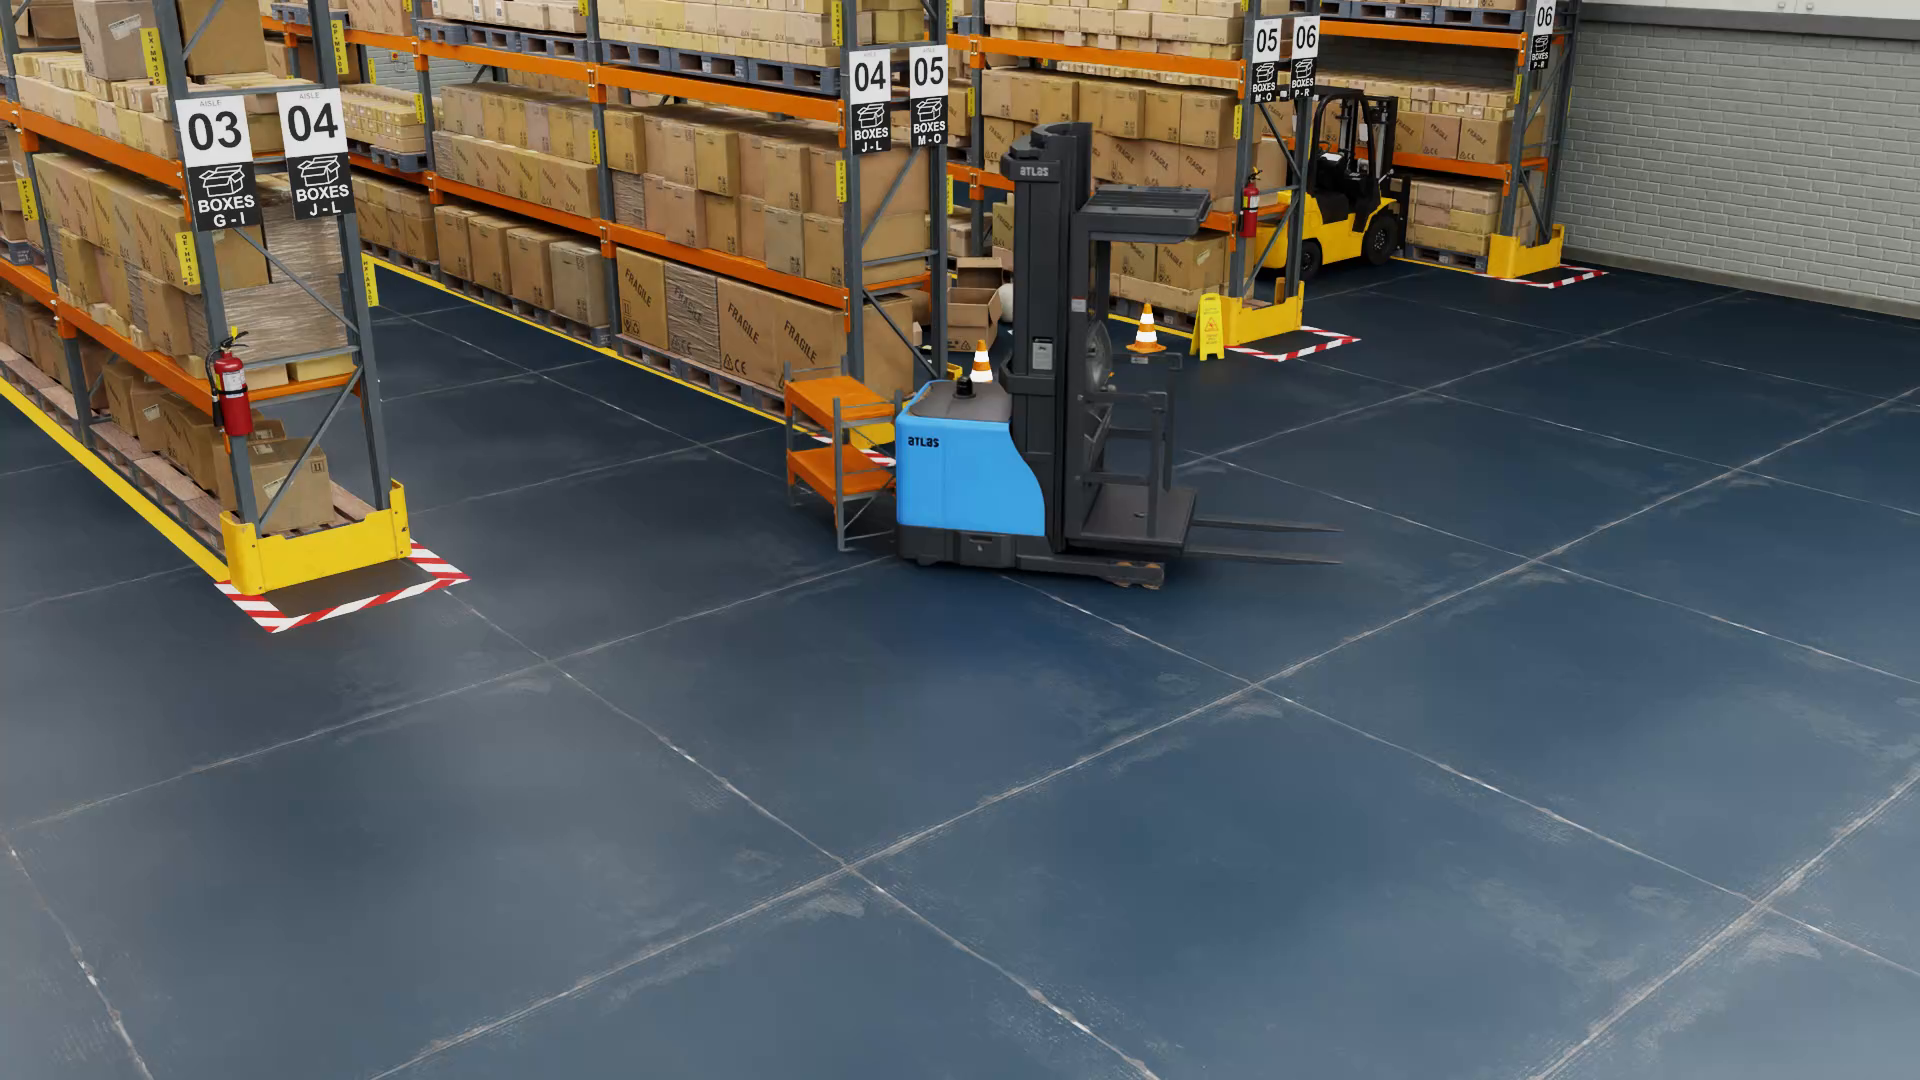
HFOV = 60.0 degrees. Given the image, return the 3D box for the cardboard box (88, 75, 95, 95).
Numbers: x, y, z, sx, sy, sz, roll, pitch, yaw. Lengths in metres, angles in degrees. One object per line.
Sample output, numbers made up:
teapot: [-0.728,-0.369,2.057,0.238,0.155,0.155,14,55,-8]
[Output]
cardboard box: [-5.753,-3.145,11.447,0.380,0.149,0.250,-19,28,-40]

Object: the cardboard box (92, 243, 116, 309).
cardboard box: [-6.009,-2.073,12.618,0.875,0.500,0.500,-17,27,-37]

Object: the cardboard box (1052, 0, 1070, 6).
cardboard box: [1.216,-5.857,17.964,0.380,0.149,0.250,-19,28,-39]

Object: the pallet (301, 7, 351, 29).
pallet: [-7.355,-6.478,20.555,1.213,0.211,1.003,-17,27,-37]

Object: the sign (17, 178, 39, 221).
sign: [-7.377,-2.693,13.160,0.100,0.325,0.005,-17,27,-37]

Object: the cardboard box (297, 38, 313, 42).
cardboard box: [-8.817,-6.623,22.866,0.500,0.500,0.500,-18,28,-39]

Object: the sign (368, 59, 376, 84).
sign: [-7.939,-6.323,22.427,0.100,0.325,0.005,-17,27,-37]

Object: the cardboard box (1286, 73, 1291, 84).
cardboard box: [4.543,-6.111,22.039,0.380,0.149,0.250,-17,27,-37]

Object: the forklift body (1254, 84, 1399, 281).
forklift body: [4.298,-4.419,20.316,2.313,2.155,1.214,-17,27,-37]

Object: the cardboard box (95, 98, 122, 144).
cardboard box: [-5.511,-2.863,11.273,0.500,0.250,0.500,-17,27,-36]

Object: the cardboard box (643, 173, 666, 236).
cardboard box: [-2.509,-3.264,16.000,0.875,0.550,0.550,-17,27,-37]

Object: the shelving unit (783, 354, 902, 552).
shelving unit: [-0.854,-0.653,12.109,0.538,1.125,1.048,-10,23,-23]

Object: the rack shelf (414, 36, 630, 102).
rack shelf: [-4.441,-5.055,17.650,1.077,0.370,4.000,-17,27,-37]

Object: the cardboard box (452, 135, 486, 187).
cardboard box: [-5.323,-4.264,18.620,0.500,0.500,0.500,-18,28,-38]

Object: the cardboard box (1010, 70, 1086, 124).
cardboard box: [0.989,-4.978,18.664,0.700,0.500,0.500,-17,27,-37]

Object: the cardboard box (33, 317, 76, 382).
cardboard box: [-8.006,-1.794,15.275,0.500,0.500,0.700,20,29,41]

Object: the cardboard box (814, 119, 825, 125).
cardboard box: [-1.688,-5.524,21.742,0.380,0.149,0.250,-20,29,-41]

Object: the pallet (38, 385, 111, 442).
pallet: [-7.468,-1.204,14.768,1.003,0.211,1.213,-17,27,-37]

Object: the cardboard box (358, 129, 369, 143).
cardboard box: [-7.082,-4.935,20.238,0.380,0.149,0.250,-19,28,-40]

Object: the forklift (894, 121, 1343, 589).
forklift: [1.120,-1.247,11.149,3.031,2.935,1.130,5,22,12]

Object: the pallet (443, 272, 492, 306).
pallet: [-5.288,-3.011,19.383,1.003,0.211,1.213,-17,27,-37]

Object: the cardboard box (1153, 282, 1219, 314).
cardboard box: [2.413,-2.623,17.761,0.500,0.250,0.500,-18,27,-38]

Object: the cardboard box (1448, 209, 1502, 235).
cardboard box: [6.363,-3.932,20.420,0.500,0.250,0.500,-18,28,-38]

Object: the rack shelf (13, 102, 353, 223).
rack shelf: [-5.653,-2.797,11.885,1.077,0.370,4.000,-17,27,-37]

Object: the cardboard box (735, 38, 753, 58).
cardboard box: [-1.662,-4.149,13.984,0.380,0.149,0.250,-18,28,-38]

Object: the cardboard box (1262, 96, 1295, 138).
cardboard box: [4.399,-5.691,22.264,0.500,0.500,0.500,-18,28,-39]

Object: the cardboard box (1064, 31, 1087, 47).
cardboard box: [1.342,-5.405,17.902,0.380,0.149,0.250,-18,28,-38]

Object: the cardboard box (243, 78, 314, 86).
cardboard box: [-4.448,-2.921,10.874,0.380,0.149,0.250,-17,27,-36]

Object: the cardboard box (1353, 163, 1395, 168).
cardboard box: [5.437,-4.841,22.054,0.500,0.250,0.500,-17,27,-37]

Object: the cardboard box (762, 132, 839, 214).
cardboard box: [-1.166,-3.150,14.226,0.875,0.550,0.550,-17,27,-37]

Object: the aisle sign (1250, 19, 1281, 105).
aisle sign: [2.981,-4.666,16.219,0.394,0.787,0.004,-17,27,-37]

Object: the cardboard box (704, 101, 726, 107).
cardboard box: [-3.258,-6.265,23.388,0.500,0.250,0.500,-18,28,-39]

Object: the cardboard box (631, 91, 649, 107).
cardboard box: [-4.586,-6.603,24.934,0.500,0.250,0.500,-18,28,-39]

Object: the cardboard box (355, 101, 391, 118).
cardboard box: [-7.076,-5.210,20.127,0.380,0.149,0.250,-17,27,-37]

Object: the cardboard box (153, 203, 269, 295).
cardboard box: [-4.894,-1.926,10.873,0.500,0.500,0.500,-17,27,-37]

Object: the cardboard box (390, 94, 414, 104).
cardboard box: [-6.920,-5.507,20.885,0.380,0.149,0.250,-18,28,-38]

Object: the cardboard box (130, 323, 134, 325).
cardboard box: [-5.859,-1.570,12.224,0.380,0.149,0.250,-17,27,-37]

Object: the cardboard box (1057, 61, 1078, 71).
cardboard box: [1.681,-7.125,25.035,0.380,0.149,0.250,-16,27,-36]

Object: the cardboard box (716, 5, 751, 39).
cardboard box: [-1.708,-4.389,14.048,0.500,0.250,0.500,-18,27,-38]

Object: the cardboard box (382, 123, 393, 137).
cardboard box: [-6.589,-4.864,19.650,0.380,0.149,0.250,-16,27,-35]

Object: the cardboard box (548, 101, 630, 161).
cardboard box: [-3.801,-4.230,17.162,0.700,0.500,0.500,-18,28,-38]

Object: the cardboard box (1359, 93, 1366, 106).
cardboard box: [5.129,-5.667,21.312,0.380,0.149,0.250,-19,28,-39]

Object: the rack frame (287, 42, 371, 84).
rack frame: [-8.357,-5.651,22.298,1.000,3.000,0.127,-17,27,-37]

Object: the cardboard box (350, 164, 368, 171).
cardboard box: [-8.075,-4.764,21.859,0.500,0.250,0.500,-19,28,-40]

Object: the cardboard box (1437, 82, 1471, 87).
cardboard box: [6.191,-5.644,20.845,0.380,0.149,0.250,-16,27,-36]

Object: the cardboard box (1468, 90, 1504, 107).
cardboard box: [6.340,-5.321,20.021,0.380,0.149,0.250,-17,27,-37]

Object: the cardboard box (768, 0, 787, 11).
cardboard box: [-1.330,-4.381,13.481,0.380,0.149,0.250,-17,27,-37]

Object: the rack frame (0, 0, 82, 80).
rack frame: [-6.959,-5.081,12.617,1.000,3.000,0.127,-17,27,-37]

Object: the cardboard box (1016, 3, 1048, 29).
cardboard box: [0.973,-5.785,18.326,0.500,0.250,0.500,-18,28,-38]

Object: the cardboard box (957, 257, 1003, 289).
cardboard box: [0.218,-2.864,18.607,0.500,0.500,0.500,0,21,-1]

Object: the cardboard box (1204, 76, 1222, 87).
cardboard box: [3.614,-6.367,23.099,0.380,0.149,0.250,-17,27,-37]

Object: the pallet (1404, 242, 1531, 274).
pallet: [6.387,-3.627,20.955,1.003,0.211,1.213,-17,27,-37]
